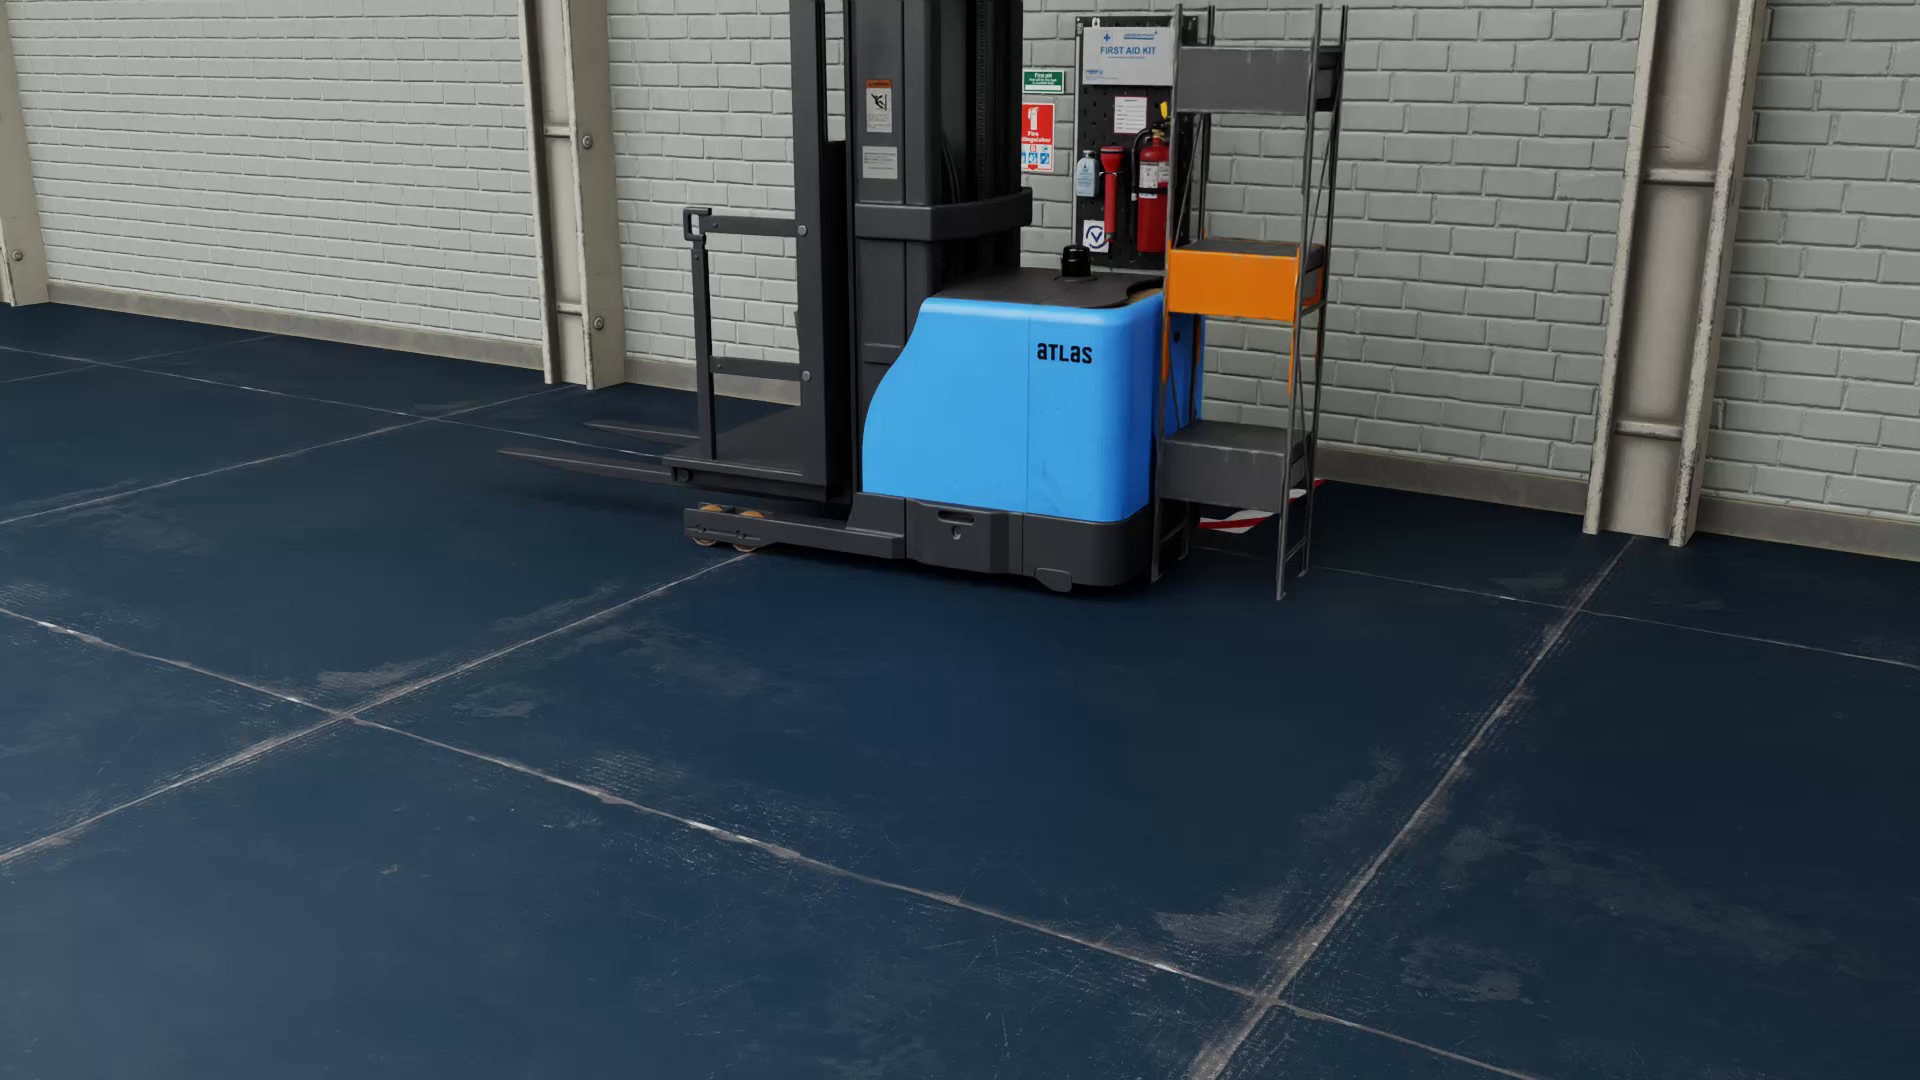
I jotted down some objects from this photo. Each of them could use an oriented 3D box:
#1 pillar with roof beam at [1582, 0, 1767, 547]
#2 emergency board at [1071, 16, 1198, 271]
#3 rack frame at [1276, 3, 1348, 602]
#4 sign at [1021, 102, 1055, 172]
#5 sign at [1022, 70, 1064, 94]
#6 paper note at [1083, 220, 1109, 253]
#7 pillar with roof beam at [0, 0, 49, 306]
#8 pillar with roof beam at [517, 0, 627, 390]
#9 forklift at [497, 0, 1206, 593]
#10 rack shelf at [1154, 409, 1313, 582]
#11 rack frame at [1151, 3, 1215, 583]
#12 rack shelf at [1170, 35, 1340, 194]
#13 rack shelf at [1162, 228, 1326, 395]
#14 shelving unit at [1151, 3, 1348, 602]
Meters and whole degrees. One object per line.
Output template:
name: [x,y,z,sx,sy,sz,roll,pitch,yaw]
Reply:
pillar with roof beam: [0.611,-3.279,2.194,0.400,9.000,9.100,10,20,30]
emergency board: [0.778,-1.860,7.845,0.643,1.169,0.194,10,20,30]
rack frame: [1.267,-0.828,5.995,0.015,2.100,0.400,8,19,25]
sign: [0.361,-1.987,8.200,0.234,0.329,0.001,10,20,30]
sign: [0.360,-2.238,8.114,0.331,0.109,0.001,10,20,30]
paper note: [0.663,-1.483,8.117,0.142,0.148,0.016,10,20,30]
pillar with roof beam: [-9.615,-5.105,8.203,0.400,9.000,9.100,10,20,30]
pillar with roof beam: [-4.502,-4.192,5.198,0.400,9.000,9.100,10,20,30]
forklift: [-0.562,-1.481,6.715,3.031,2.935,1.130,8,19,25]
rack shelf: [1.043,-0.179,6.306,0.480,0.518,0.431,8,19,25]
rack frame: [0.829,-0.894,6.198,0.015,2.100,0.400,8,19,25]
rack shelf: [1.052,-1.517,5.895,0.480,0.518,0.431,8,19,25]
rack shelf: [1.048,-0.848,6.100,0.480,0.518,0.431,8,19,25]
shelving unit: [1.048,-0.861,6.096,0.503,2.100,0.431,8,19,25]
